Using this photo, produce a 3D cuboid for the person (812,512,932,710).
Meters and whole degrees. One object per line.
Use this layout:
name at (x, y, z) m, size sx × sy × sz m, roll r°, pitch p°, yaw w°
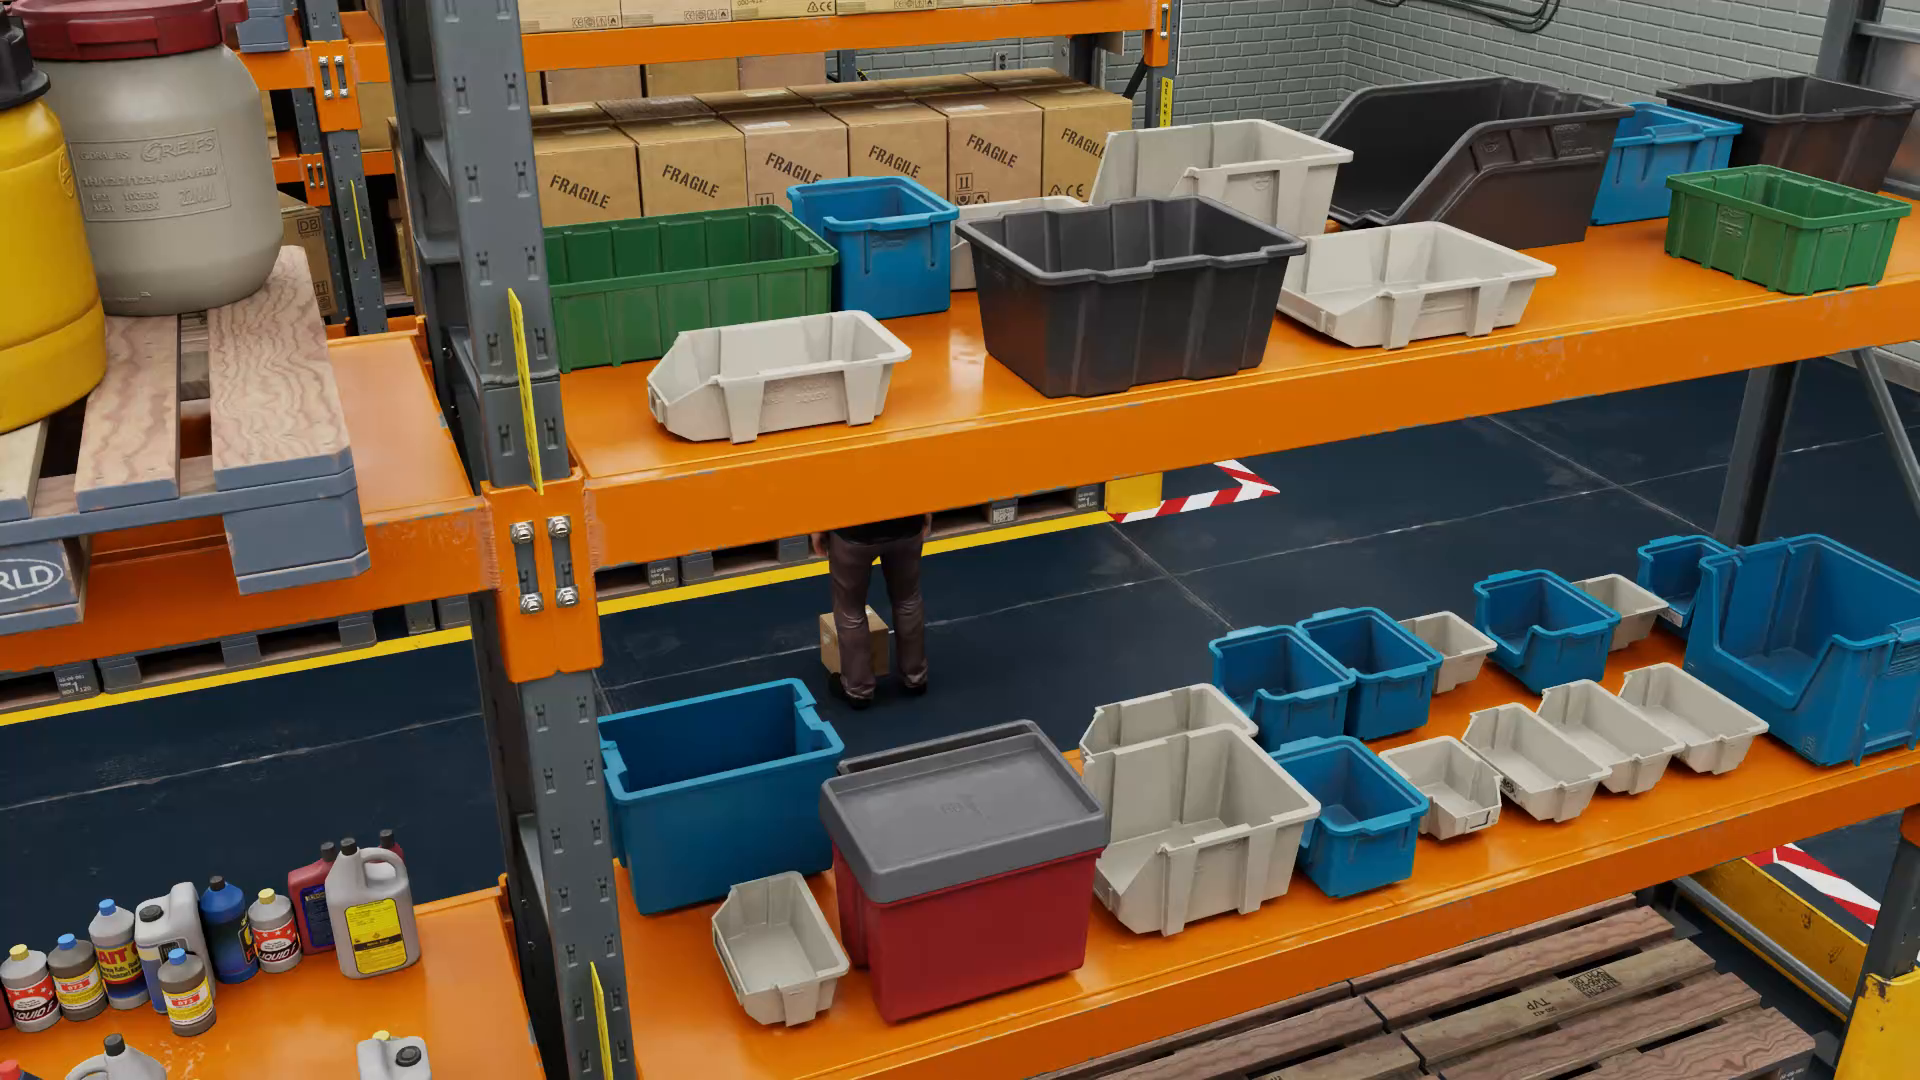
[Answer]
person at (-0.371, -0.062, 7.267) m, size 0.580 × 1.721 × 0.421 m, roll -10°, pitch 28°, yaw -20°
